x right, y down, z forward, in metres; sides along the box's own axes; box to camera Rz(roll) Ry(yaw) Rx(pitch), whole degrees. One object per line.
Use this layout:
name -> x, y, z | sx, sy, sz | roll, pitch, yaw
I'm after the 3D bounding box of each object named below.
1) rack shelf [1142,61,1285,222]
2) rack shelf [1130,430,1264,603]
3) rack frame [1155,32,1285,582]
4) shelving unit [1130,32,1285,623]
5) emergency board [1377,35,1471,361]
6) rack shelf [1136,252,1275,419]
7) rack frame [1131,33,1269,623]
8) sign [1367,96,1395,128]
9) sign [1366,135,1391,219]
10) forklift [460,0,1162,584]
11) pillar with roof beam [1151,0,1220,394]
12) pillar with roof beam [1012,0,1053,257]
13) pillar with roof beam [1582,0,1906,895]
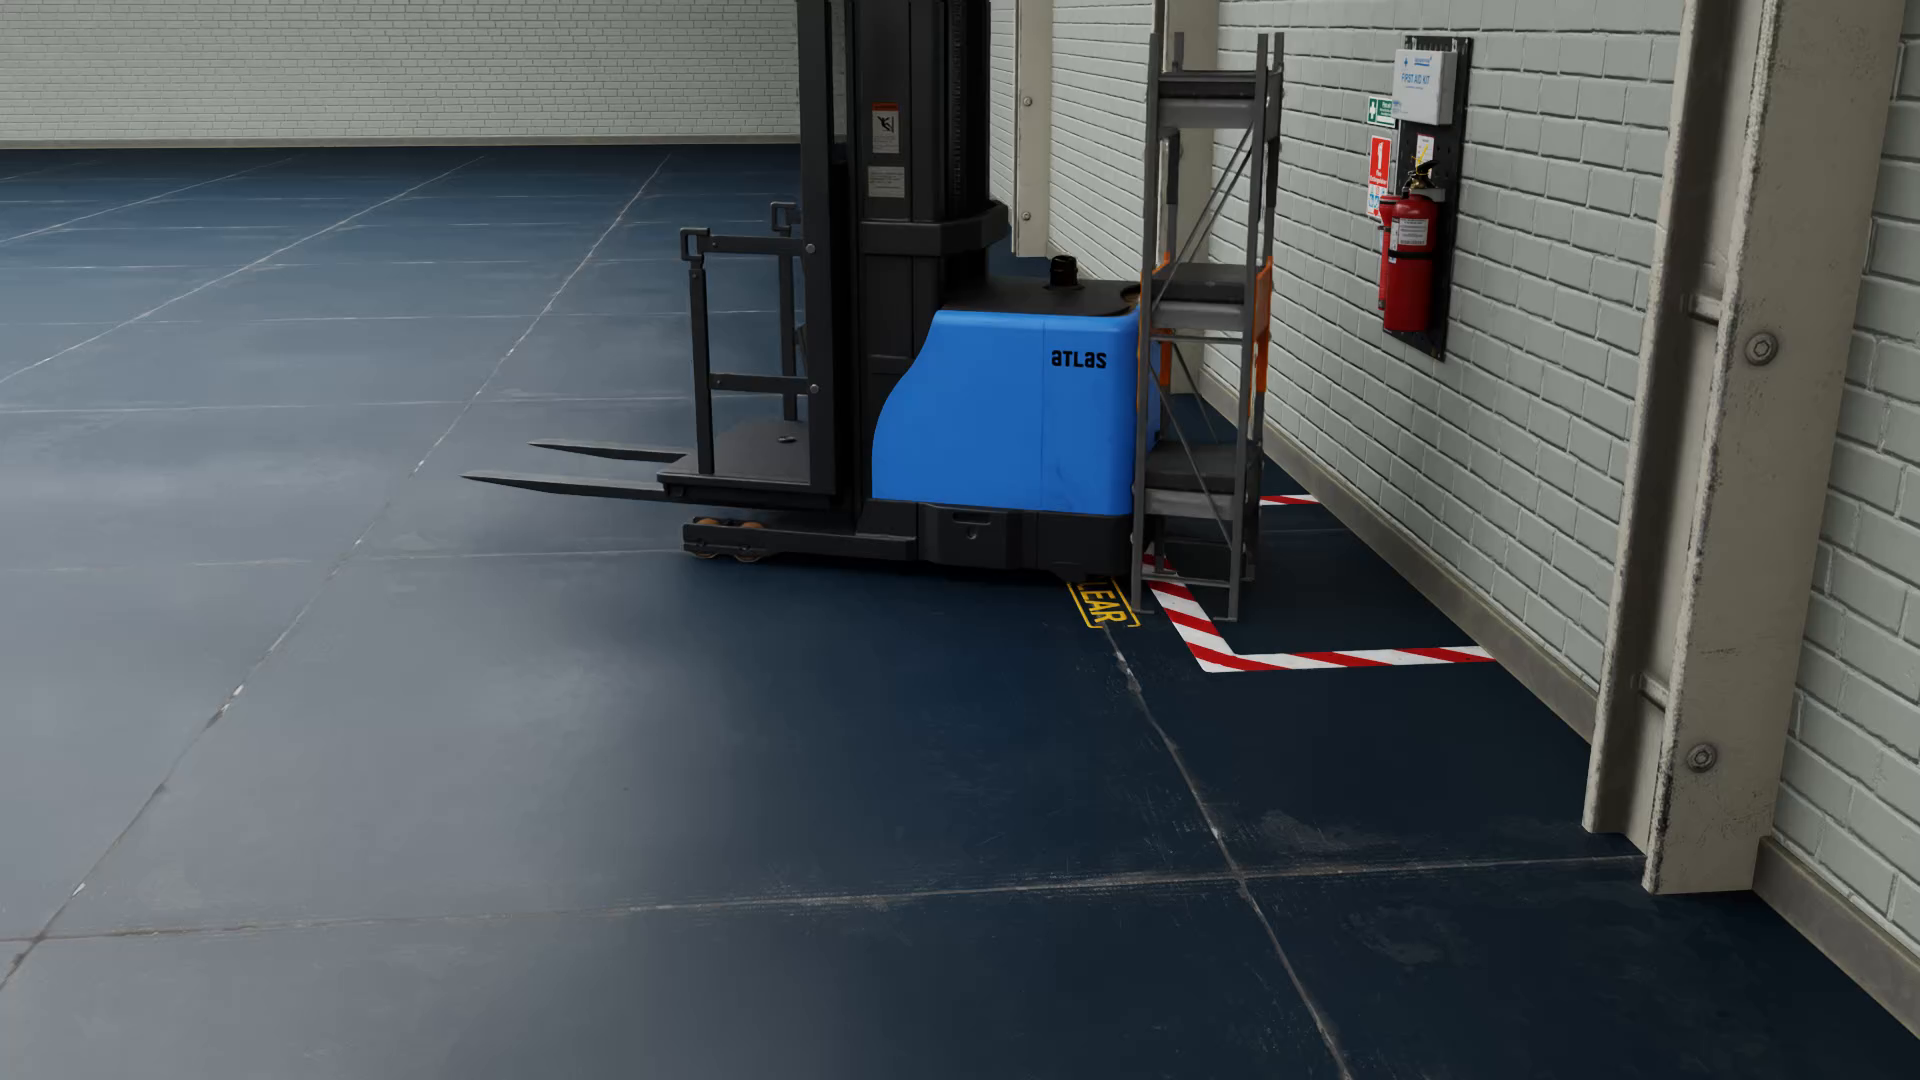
rack shelf -> 0.911, -1.436, 5.952 | 0.431, 0.518, 0.480 | 5, 18, 16
rack shelf -> 0.912, -0.101, 6.373 | 0.431, 0.518, 0.480 | 5, 18, 16
rack frame -> 0.982, -0.852, 6.381 | 0.400, 2.100, 0.015 | 5, 18, 16
shelving unit -> 0.912, -0.781, 6.158 | 0.431, 2.100, 0.503 | 5, 18, 16
emergency board -> 1.693, -1.321, 6.377 | 0.194, 1.169, 0.643 | -2, 18, -6
rack shelf -> 0.912, -0.768, 6.162 | 0.431, 0.518, 0.480 | 5, 18, 16
rack frame -> 0.841, -0.711, 5.935 | 0.400, 2.100, 0.015 | 5, 18, 16
sign -> 1.730, -1.757, 6.822 | 0.001, 0.109, 0.331 | -2, 18, -6
sign -> 1.739, -1.506, 6.907 | 0.001, 0.329, 0.234 | -2, 18, -6
forklift -> -0.660, -1.451, 6.905 | 3.031, 2.935, 1.130 | 5, 18, 14
pillar with roof beam -> -2.991, -5.101, 8.400 | 9.100, 9.000, 0.400 | -2, 18, -6
pillar with roof beam -> -3.610, -6.888, 14.094 | 9.100, 9.000, 0.400 | -2, 18, -6
pillar with roof beam -> -2.372, -3.313, 2.706 | 9.100, 9.000, 0.400 | -2, 18, -6
